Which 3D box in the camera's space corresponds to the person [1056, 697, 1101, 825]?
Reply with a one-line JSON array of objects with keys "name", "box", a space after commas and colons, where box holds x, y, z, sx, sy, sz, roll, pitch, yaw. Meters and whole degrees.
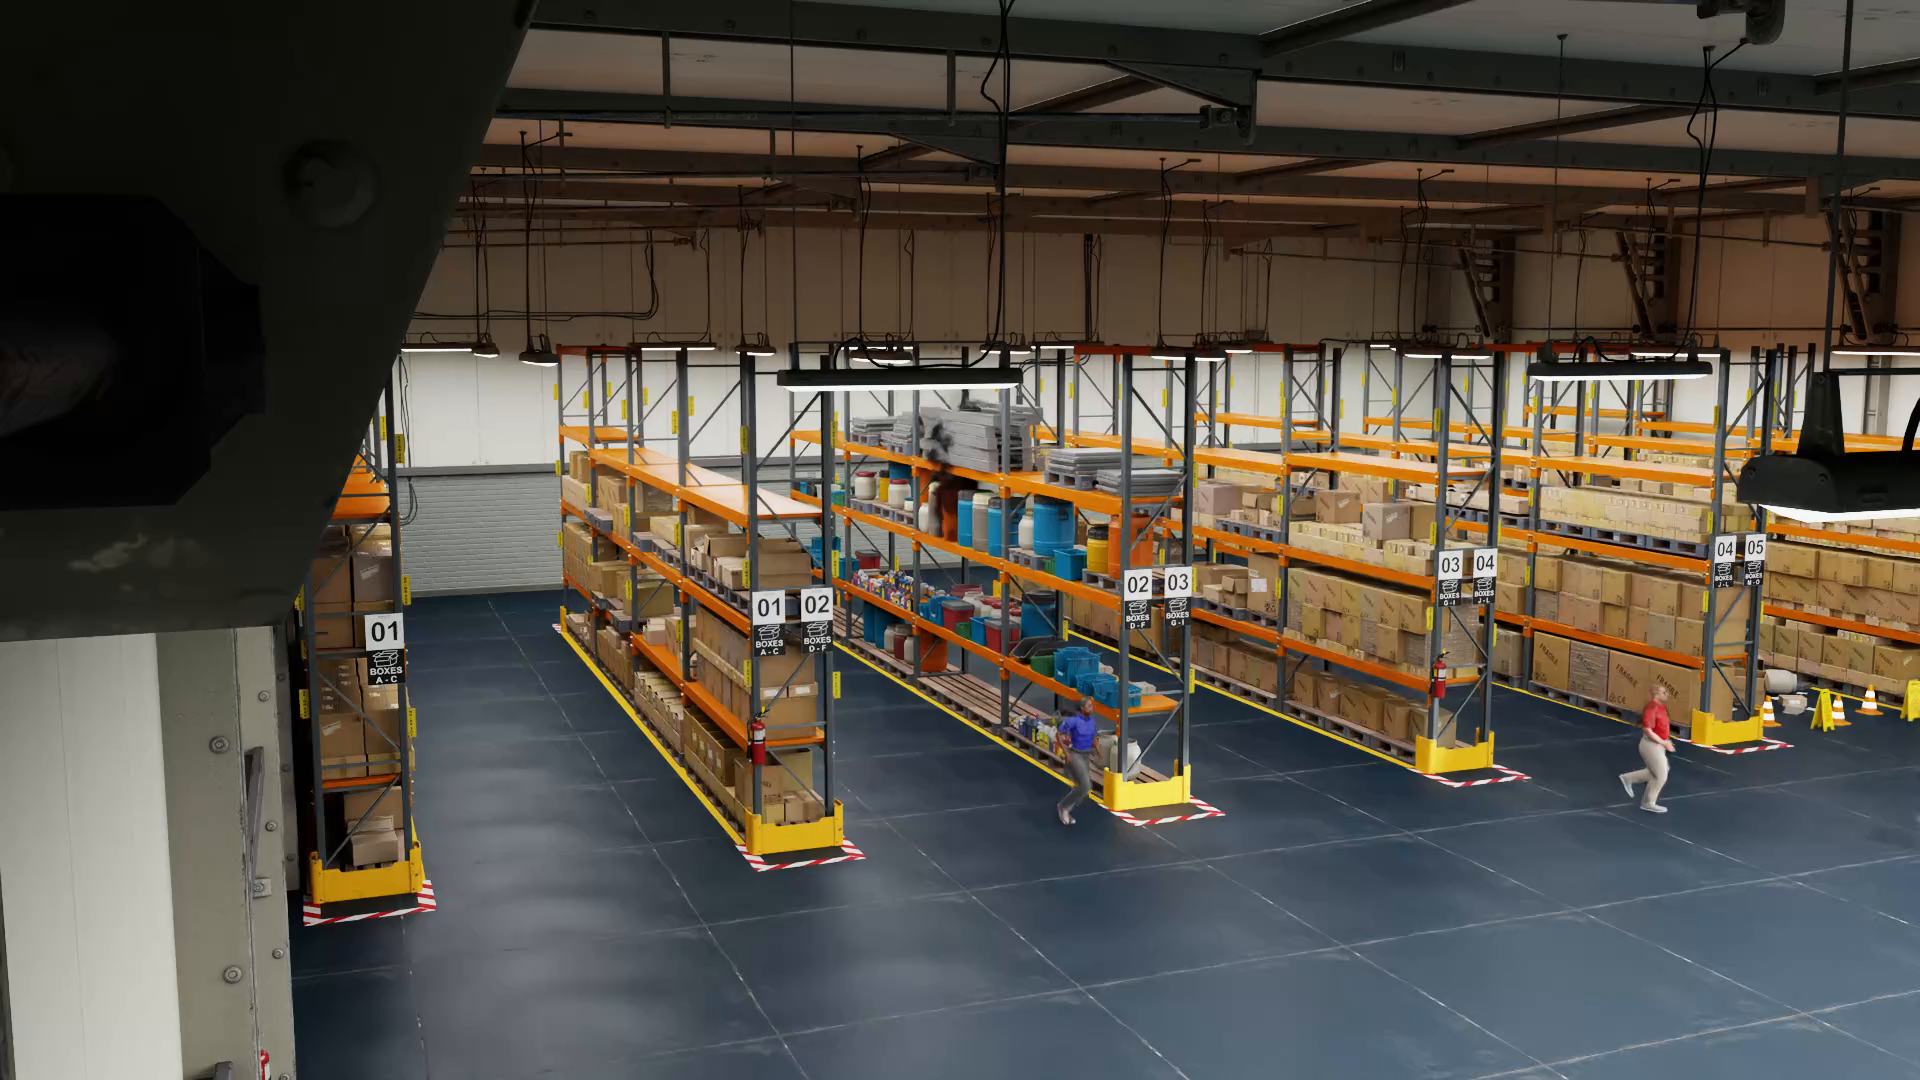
[{"name": "person", "box": [1.562, 2.827, 21.348, 0.533, 1.602, 0.631, 6, 9, 40]}]

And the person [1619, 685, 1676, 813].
[{"name": "person", "box": [9.062, 2.727, 21.868, 0.657, 1.697, 0.648, 4, 8, 26]}]
